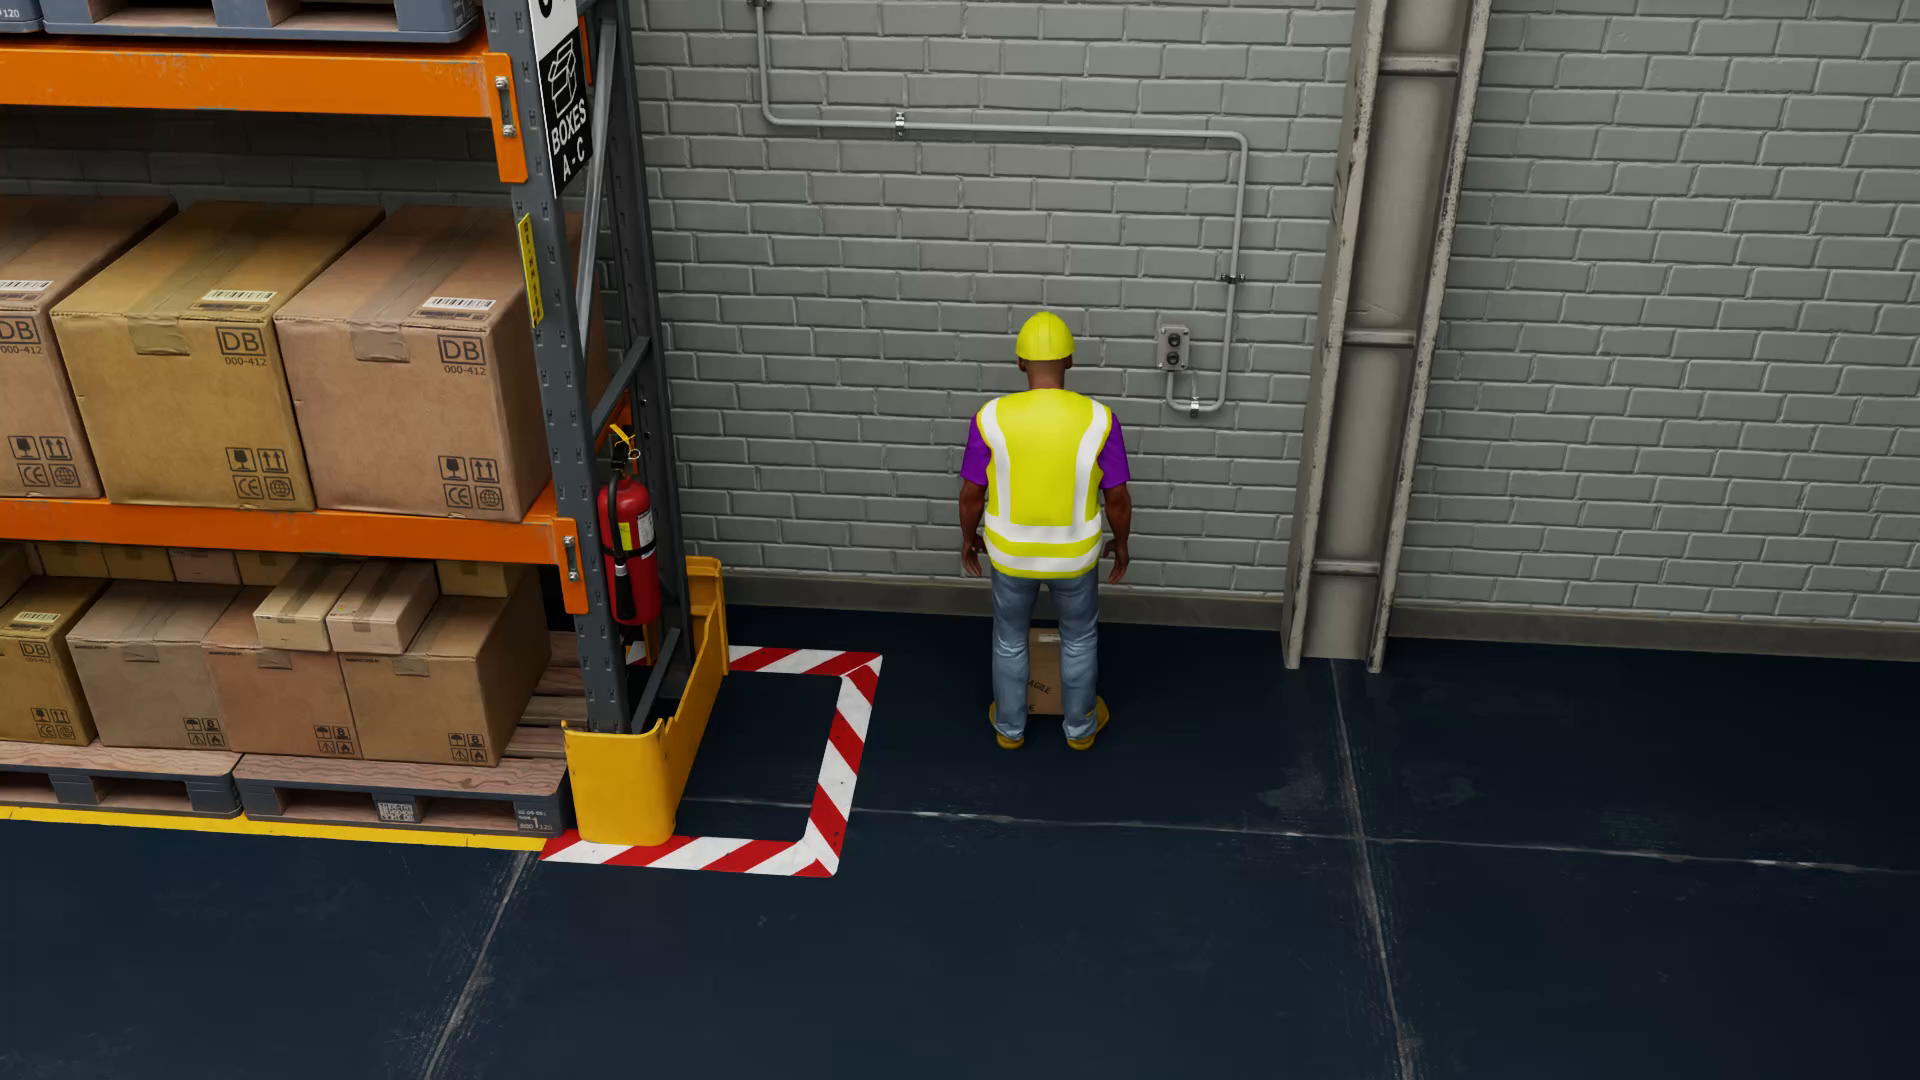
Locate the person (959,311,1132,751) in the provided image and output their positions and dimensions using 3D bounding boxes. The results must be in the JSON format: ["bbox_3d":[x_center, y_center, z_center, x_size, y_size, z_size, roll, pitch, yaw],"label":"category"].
[{"bbox_3d":[0.312,0.009,6.108,0.626,1.756,0.461,3,32,4],"label":"person"}]
